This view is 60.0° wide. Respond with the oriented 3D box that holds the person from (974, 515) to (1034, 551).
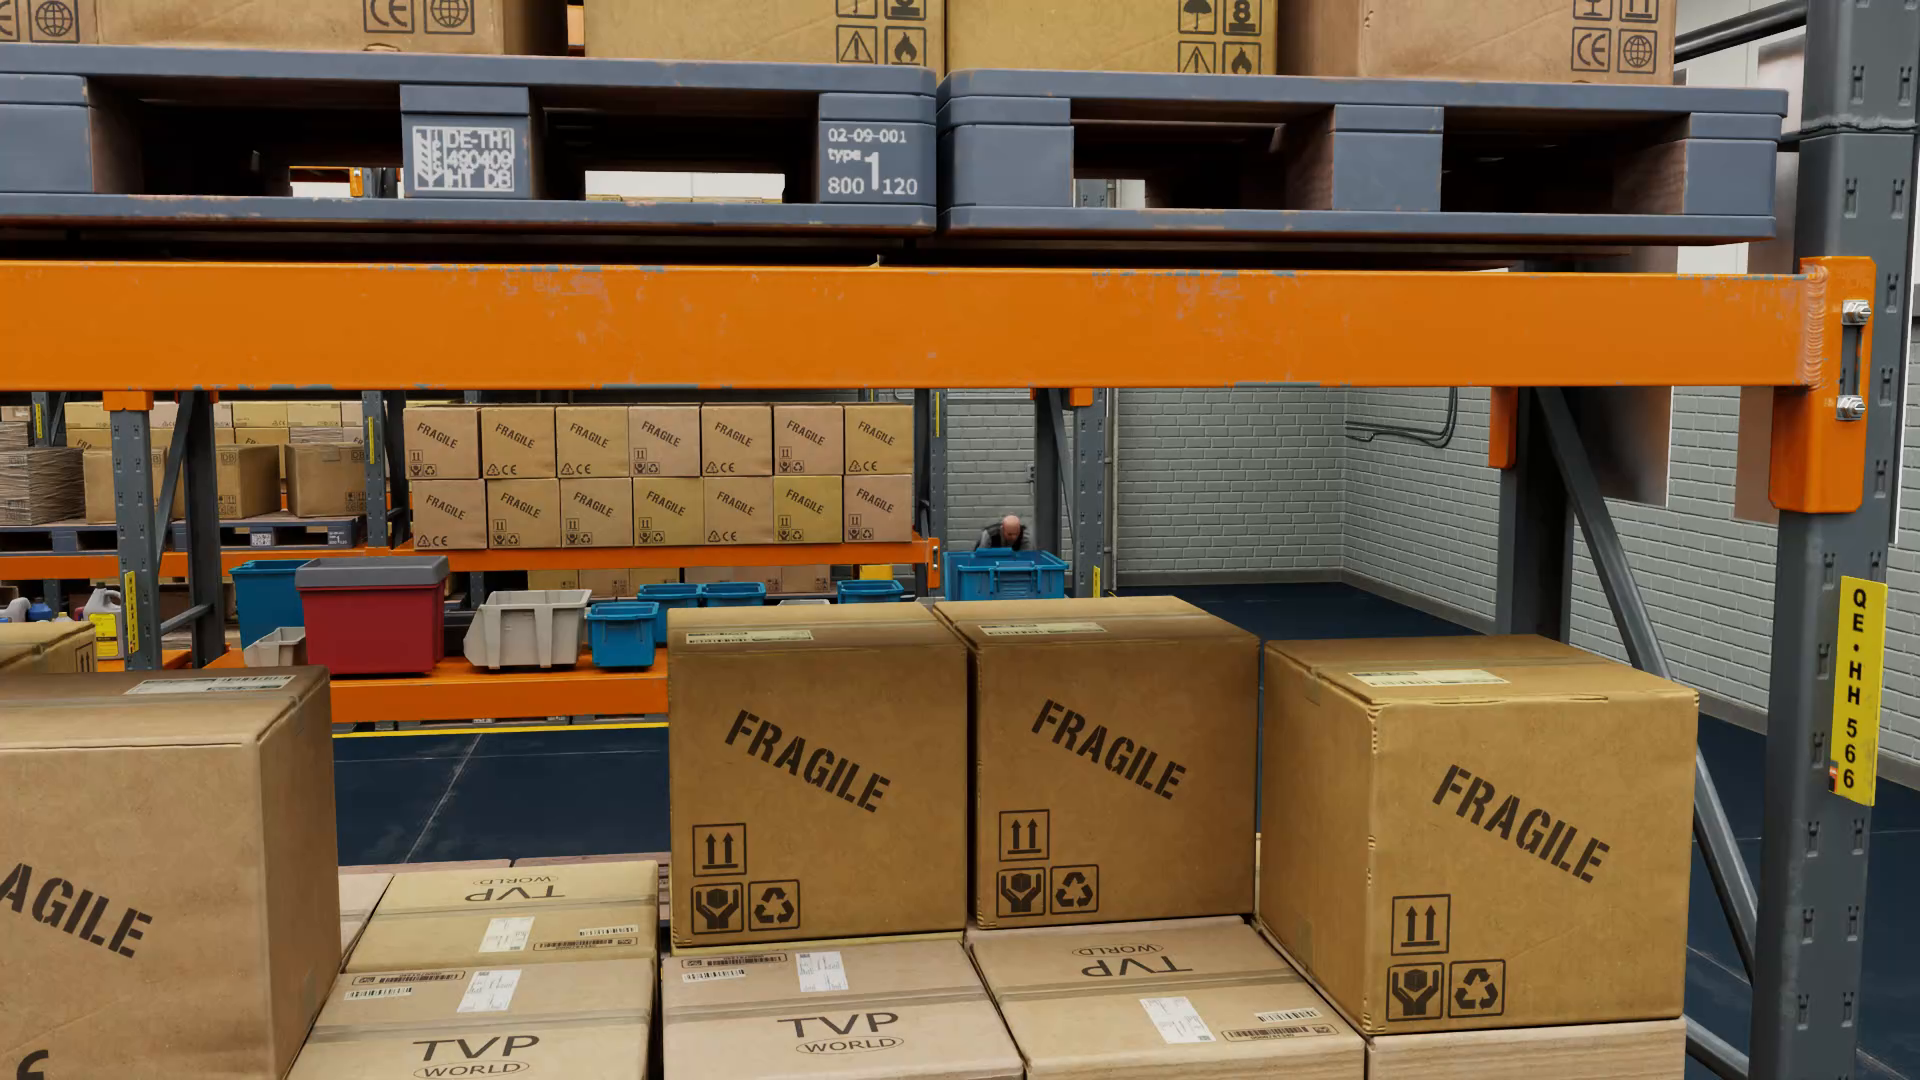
[{"bbox_3d":[0.421,0.321,15.914,0.575,1.179,0.805,-1,7,-9],"label":"person"}]
